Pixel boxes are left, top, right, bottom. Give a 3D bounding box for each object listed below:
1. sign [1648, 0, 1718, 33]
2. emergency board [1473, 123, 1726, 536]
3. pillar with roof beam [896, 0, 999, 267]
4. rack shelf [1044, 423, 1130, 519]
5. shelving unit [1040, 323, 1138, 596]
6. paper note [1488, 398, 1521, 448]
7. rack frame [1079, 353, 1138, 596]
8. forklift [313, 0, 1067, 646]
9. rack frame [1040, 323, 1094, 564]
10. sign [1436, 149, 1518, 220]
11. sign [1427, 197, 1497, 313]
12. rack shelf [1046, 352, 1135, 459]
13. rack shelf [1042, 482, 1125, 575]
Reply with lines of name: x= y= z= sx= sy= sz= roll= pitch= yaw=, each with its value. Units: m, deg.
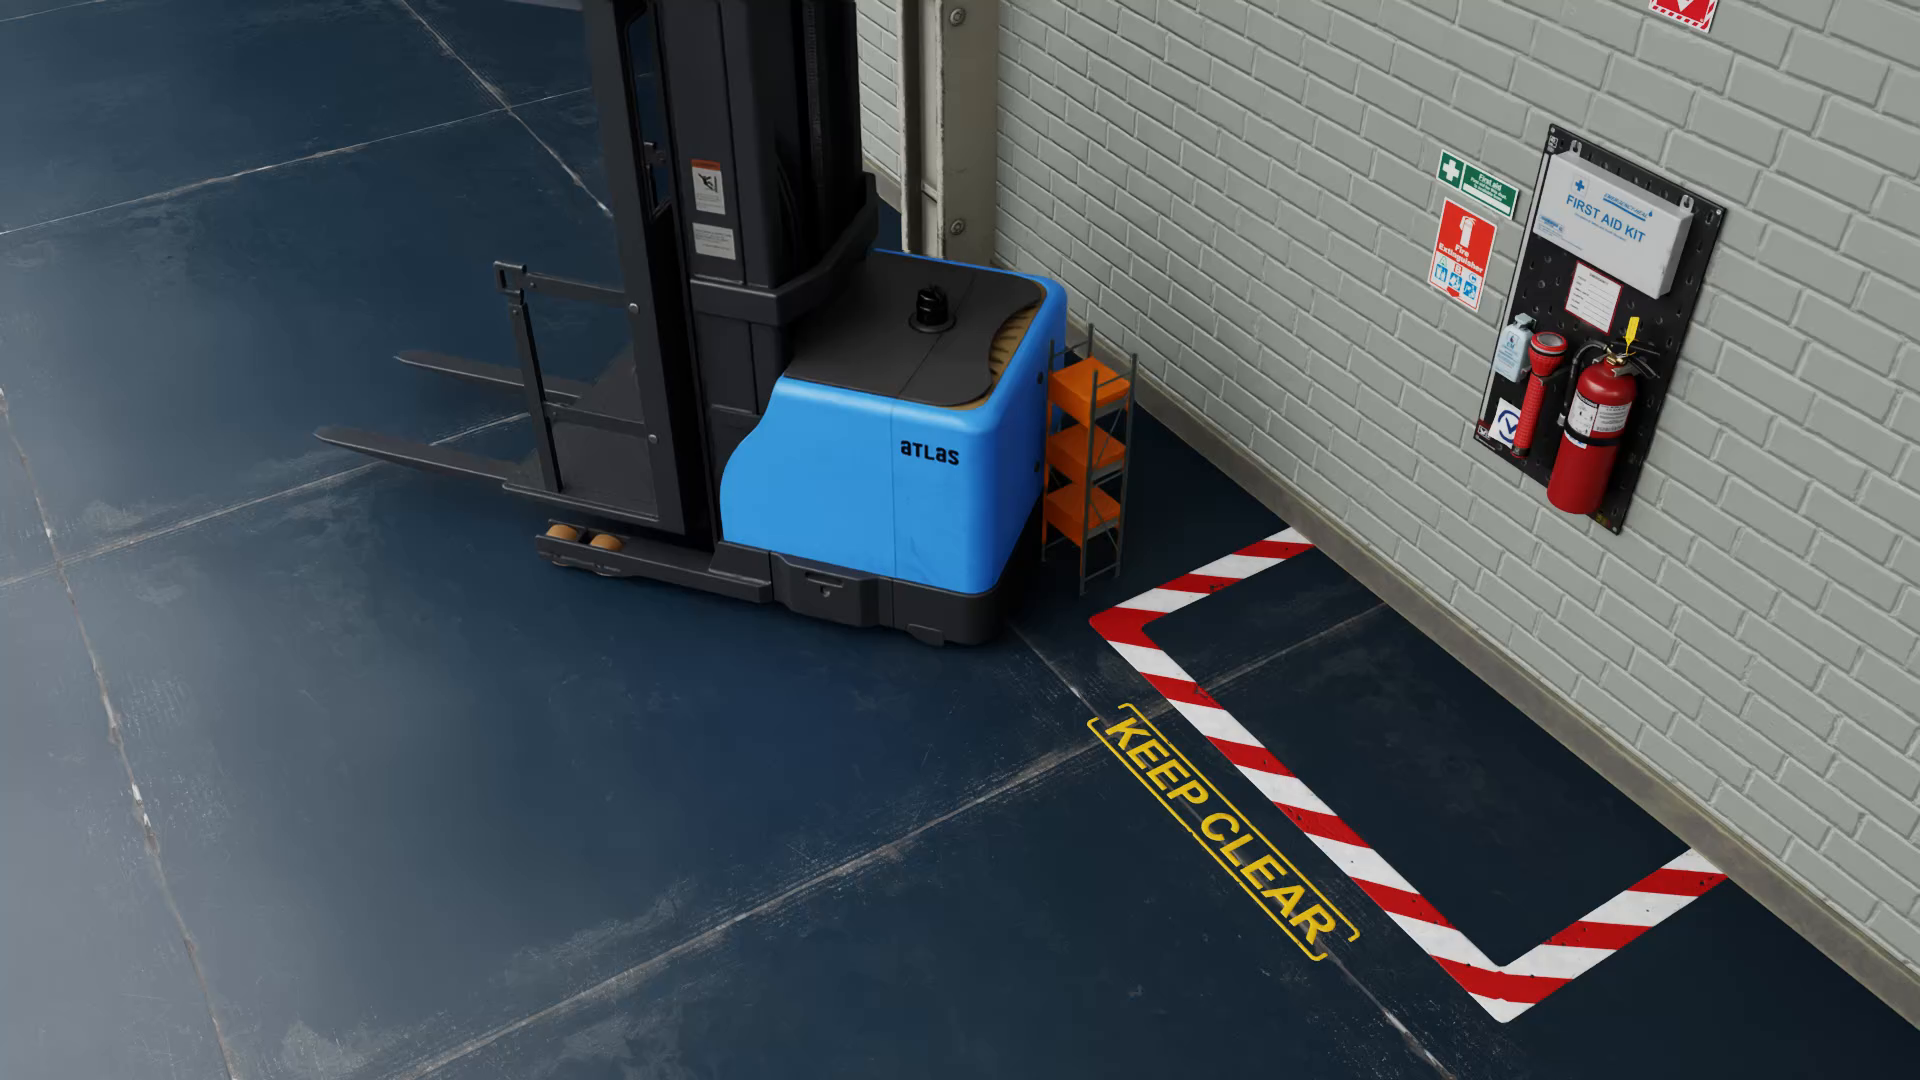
sign: x=1.952 y=-1.526 z=4.427 sx=0.001 sy=0.298 sz=0.199 roll=-22 pitch=45 yaw=-24
emergency board: x=1.872 y=-0.597 z=5.123 sx=0.194 sy=1.169 sz=0.643 roll=-22 pitch=45 yaw=-24
pillar with roof beam: x=-3.687 y=-3.311 z=3.694 sx=9.100 sy=9.000 sz=0.400 roll=-22 pitch=45 yaw=-24
rack shelf: x=0.476 y=-0.278 z=6.280 sx=0.215 sy=0.259 sz=0.240 roll=-25 pitch=46 yaw=-27
shelving unit: x=0.476 y=-0.286 z=6.273 sx=0.215 sy=1.050 sz=0.252 roll=-25 pitch=46 yaw=-27
paper note: x=1.835 y=-0.378 z=5.548 sx=0.016 sy=0.148 sz=0.142 roll=-22 pitch=45 yaw=-24
rack frame: x=0.548 y=-0.223 z=6.197 sx=0.200 sy=1.050 sz=0.008 roll=-25 pitch=46 yaw=-27
forklift: x=-1.157 y=-1.289 z=6.007 sx=3.031 sy=2.935 sz=1.130 roll=12 pitch=41 yaw=14
rack frame: x=0.404 y=-0.349 z=6.348 sx=0.200 sy=1.050 sz=0.008 roll=-25 pitch=46 yaw=-27
sign: x=1.656 y=-1.143 z=5.336 sx=0.001 sy=0.109 sz=0.331 roll=-22 pitch=45 yaw=-24
sign: x=1.661 y=-0.945 z=5.513 sx=0.001 sy=0.329 sz=0.234 roll=-22 pitch=45 yaw=-24
rack shelf: x=0.476 y=-0.496 z=6.098 sx=0.215 sy=0.259 sz=0.240 roll=-25 pitch=46 yaw=-27
rack shelf: x=0.476 y=-0.064 z=6.458 sx=0.215 sy=0.259 sz=0.240 roll=-25 pitch=46 yaw=-27
